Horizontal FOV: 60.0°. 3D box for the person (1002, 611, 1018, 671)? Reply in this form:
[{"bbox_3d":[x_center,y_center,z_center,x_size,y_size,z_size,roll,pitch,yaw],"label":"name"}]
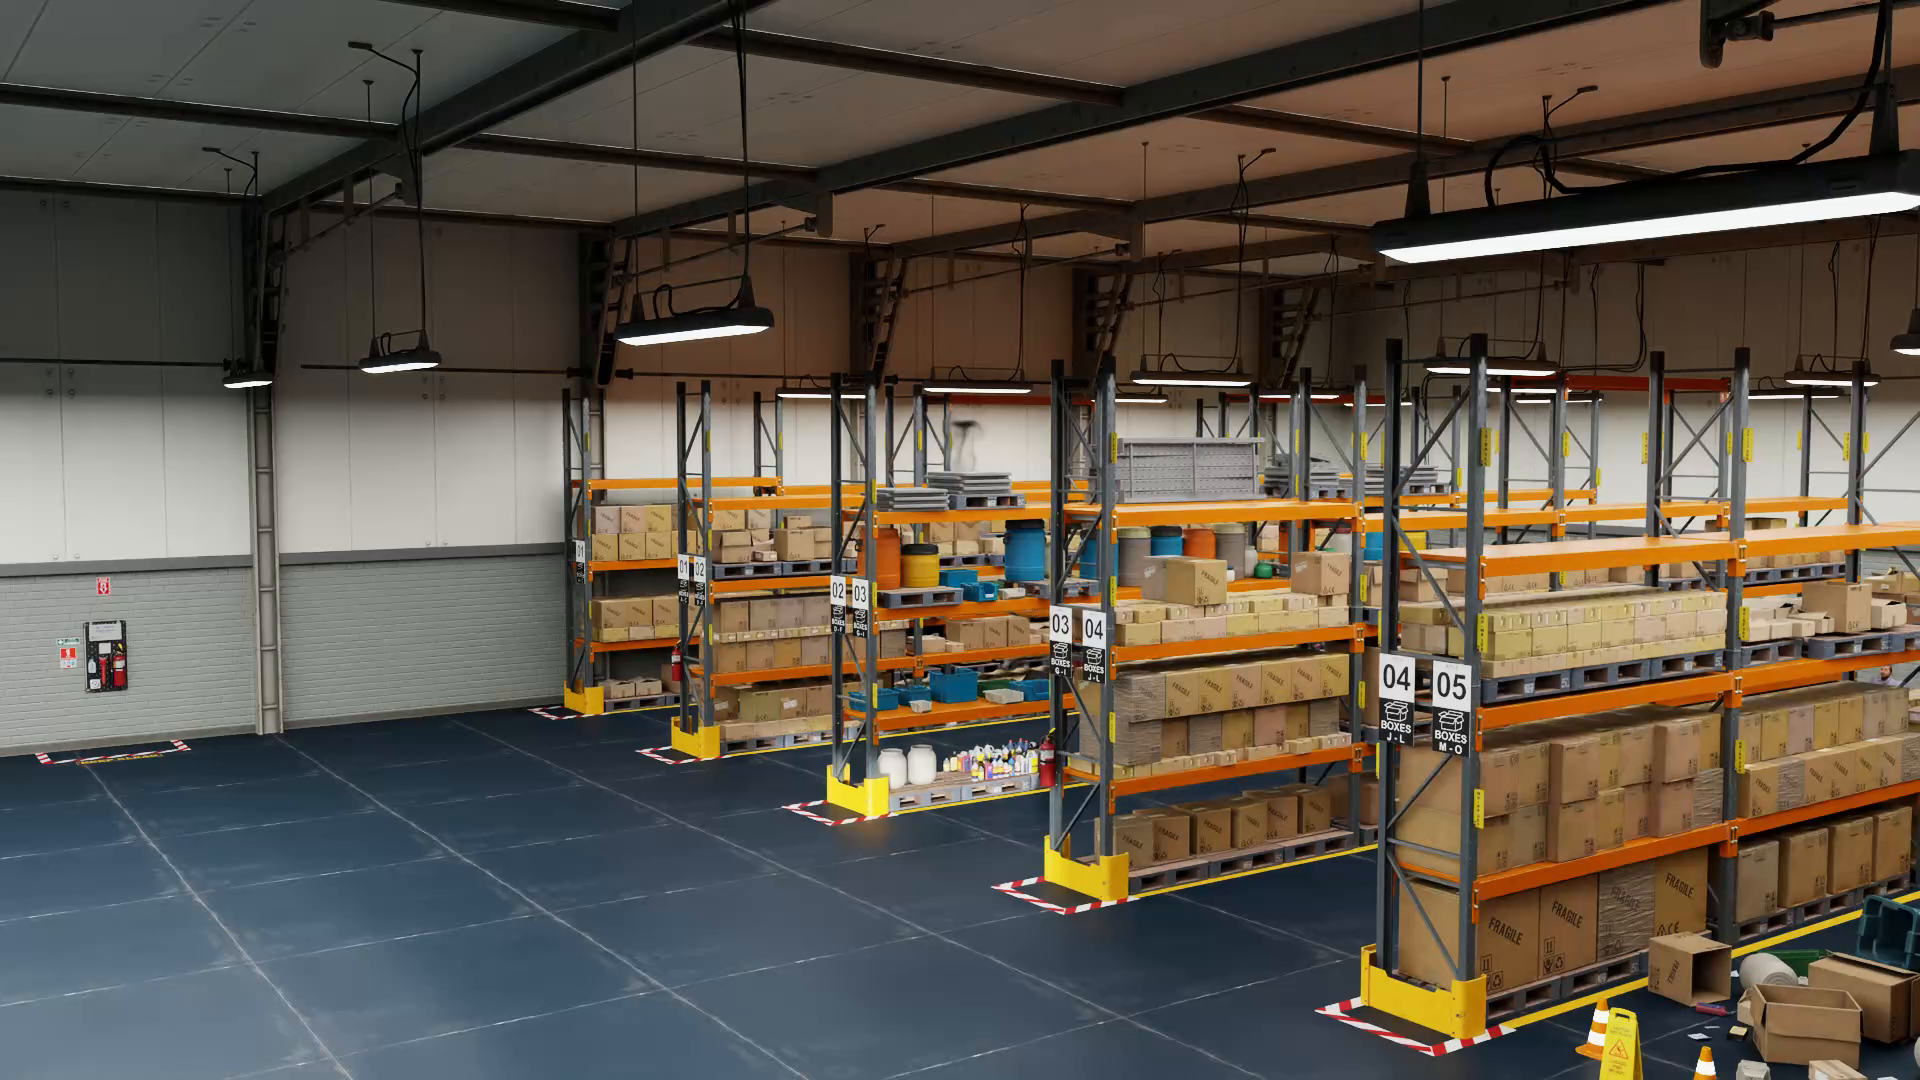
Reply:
[{"bbox_3d":[1.075,2.222,32.857,0.828,1.727,0.637,-3,5,-41],"label":"person"}]

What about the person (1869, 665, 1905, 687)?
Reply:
[{"bbox_3d":[14.284,2.713,25.713,0.722,1.608,0.652,-3,5,-44],"label":"person"}]
